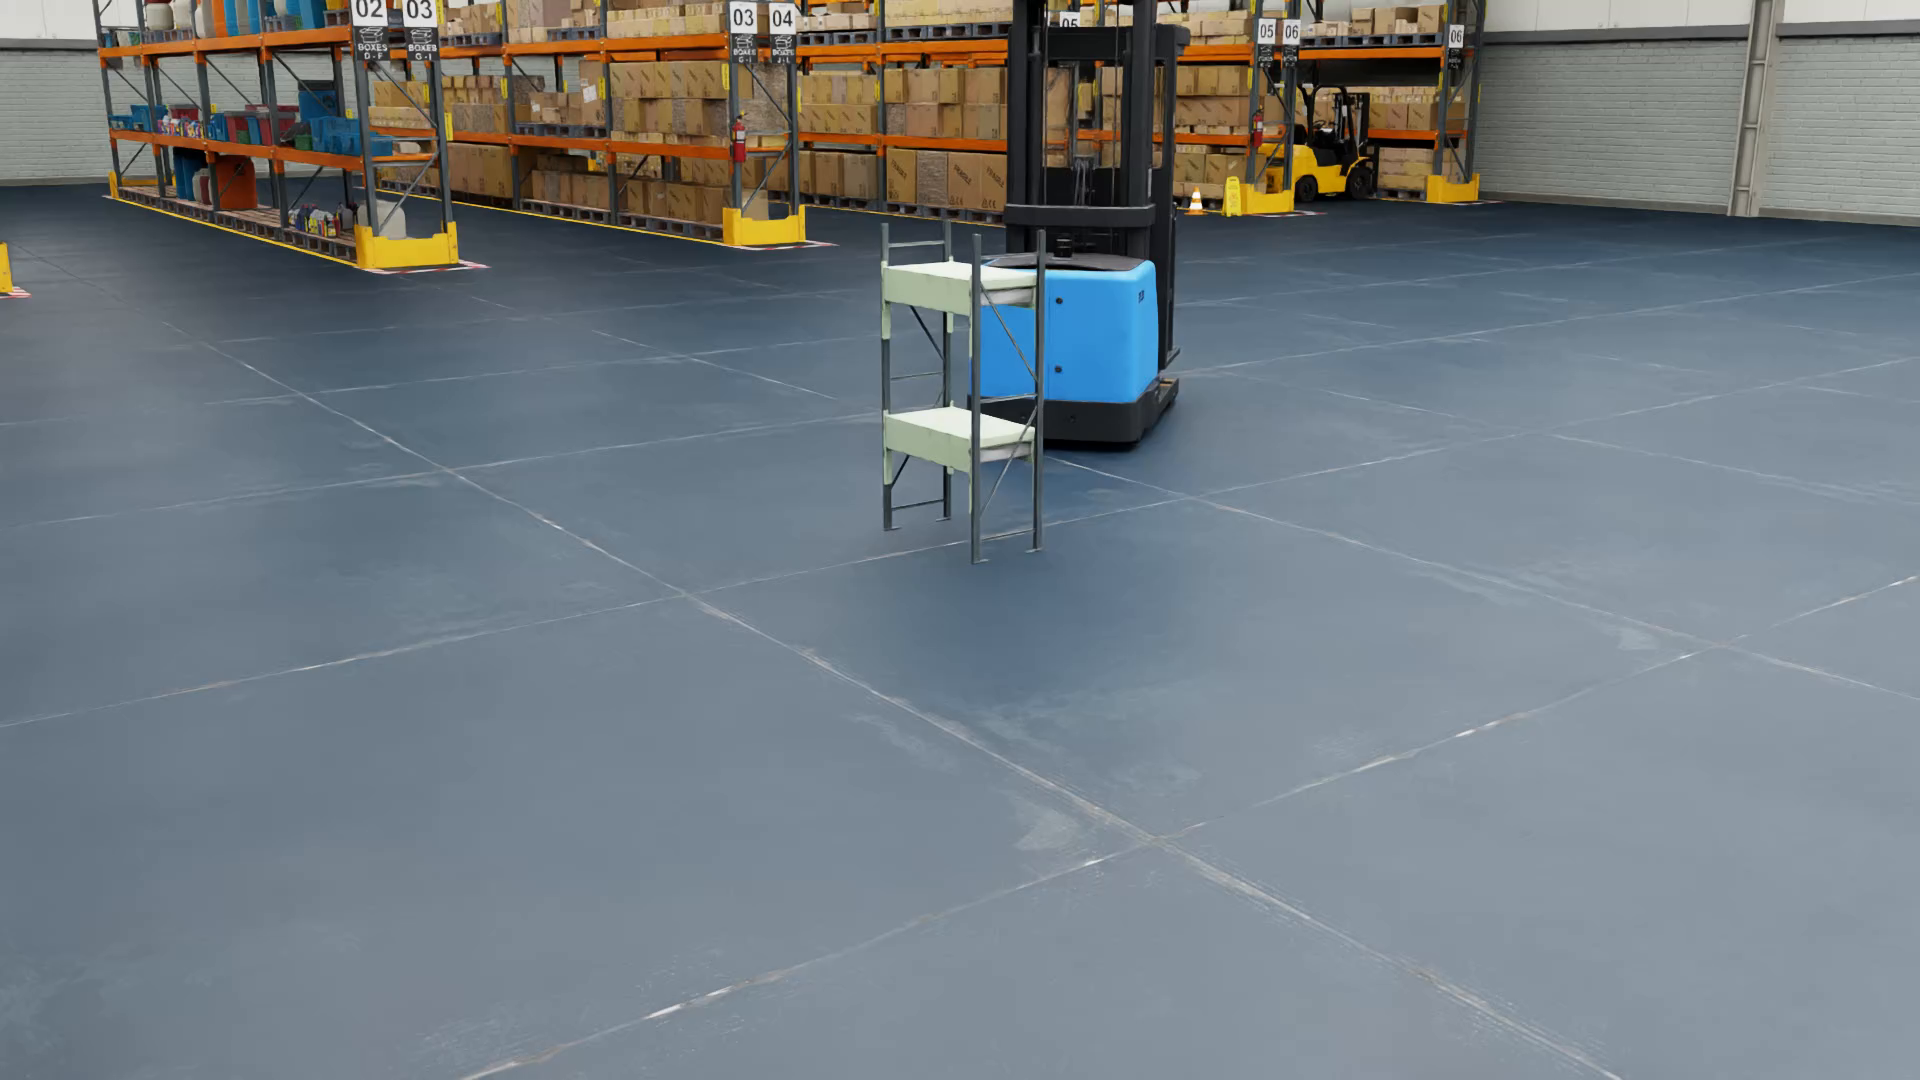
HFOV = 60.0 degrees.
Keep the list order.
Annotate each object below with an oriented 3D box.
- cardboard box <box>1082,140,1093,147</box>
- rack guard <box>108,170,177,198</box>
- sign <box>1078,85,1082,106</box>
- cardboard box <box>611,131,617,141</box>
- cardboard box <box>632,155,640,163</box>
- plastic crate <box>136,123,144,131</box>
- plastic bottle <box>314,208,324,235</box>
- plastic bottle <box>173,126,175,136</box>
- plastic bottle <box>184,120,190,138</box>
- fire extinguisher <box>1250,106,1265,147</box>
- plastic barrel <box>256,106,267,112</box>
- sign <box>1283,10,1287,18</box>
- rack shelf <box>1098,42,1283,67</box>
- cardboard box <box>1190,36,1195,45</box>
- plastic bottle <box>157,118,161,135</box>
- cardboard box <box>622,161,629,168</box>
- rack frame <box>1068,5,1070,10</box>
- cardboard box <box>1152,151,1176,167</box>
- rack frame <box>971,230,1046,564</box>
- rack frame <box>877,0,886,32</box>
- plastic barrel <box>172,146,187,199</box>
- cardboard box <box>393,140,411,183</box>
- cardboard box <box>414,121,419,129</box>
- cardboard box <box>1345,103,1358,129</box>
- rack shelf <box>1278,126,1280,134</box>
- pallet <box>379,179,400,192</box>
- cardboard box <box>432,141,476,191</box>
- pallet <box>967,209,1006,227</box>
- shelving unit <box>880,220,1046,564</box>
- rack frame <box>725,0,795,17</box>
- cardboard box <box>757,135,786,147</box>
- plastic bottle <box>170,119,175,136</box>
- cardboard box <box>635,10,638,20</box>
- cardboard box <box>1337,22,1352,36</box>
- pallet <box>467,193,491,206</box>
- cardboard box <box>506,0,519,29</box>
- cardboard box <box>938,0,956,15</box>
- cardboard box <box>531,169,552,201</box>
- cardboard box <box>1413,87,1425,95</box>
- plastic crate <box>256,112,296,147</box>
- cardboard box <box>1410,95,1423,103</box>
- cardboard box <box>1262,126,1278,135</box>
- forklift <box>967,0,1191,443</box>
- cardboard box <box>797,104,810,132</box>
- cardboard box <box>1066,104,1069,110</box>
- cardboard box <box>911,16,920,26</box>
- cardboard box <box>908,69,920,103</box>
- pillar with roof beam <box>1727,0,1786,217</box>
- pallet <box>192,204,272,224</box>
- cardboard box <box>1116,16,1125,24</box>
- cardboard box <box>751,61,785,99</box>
[{"bbox_3d":[3.103,-9.384,39.390,0.380,0.149,0.250,-10,18,-33],"label":"cardboard box"},{"bbox_3d":[-16.123,-7.034,32.830,1.175,0.500,0.348,-11,19,-35],"label":"rack guard"},{"bbox_3d":[1.840,-6.878,25.734,0.100,0.325,0.005,-11,19,-35],"label":"sign"},{"bbox_3d":[-5.153,-6.230,25.630,0.380,0.149,0.250,-11,19,-35],"label":"cardboard box"},{"bbox_3d":[-6.914,-8.317,36.259,0.380,0.149,0.250,-12,19,-36],"label":"cardboard box"},{"bbox_3d":[-14.622,-7.476,30.117,0.437,0.125,0.590,-11,19,-35],"label":"plastic crate"},{"bbox_3d":[-8.433,-4.201,21.929,0.144,0.351,0.185,-10,18,-32],"label":"plastic bottle"},{"bbox_3d":[-13.192,-6.902,27.989,0.097,0.201,0.097,0,15,0],"label":"plastic bottle"},{"bbox_3d":[-12.649,-6.737,27.228,0.061,0.283,0.133,-11,19,-35],"label":"plastic bottle"},{"bbox_3d":[5.027,-6.994,28.094,0.296,0.674,0.183,-11,19,-35],"label":"fire extinguisher"},{"bbox_3d":[-10.617,-6.396,25.551,0.421,0.512,0.421,0,15,0],"label":"plastic barrel"},{"bbox_3d":[6.560,-10.514,33.552,0.100,0.325,0.005,-11,19,-35],"label":"sign"},{"bbox_3d":[4.156,-8.654,29.694,1.077,0.370,4.000,-11,19,-35],"label":"rack shelf"},{"bbox_3d":[4.166,-8.764,29.207,0.380,0.149,0.250,-11,19,-36],"label":"cardboard box"},{"bbox_3d":[-13.876,-7.182,28.856,0.061,0.283,0.133,-11,19,-35],"label":"plastic bottle"},{"bbox_3d":[-7.293,-8.354,36.958,0.380,0.149,0.250,-12,19,-37],"label":"cardboard box"},{"bbox_3d":[2.289,-13.355,39.823,1.000,3.000,0.127,-11,19,-35],"label":"rack frame"},{"bbox_3d":[3.736,-6.828,30.334,0.500,0.500,0.500,-10,18,-32],"label":"cardboard box"},{"bbox_3d":[0.219,-0.644,7.587,0.400,1.500,0.023,-11,19,-35],"label":"rack frame"},{"bbox_3d":[-0.964,-10.085,27.878,1.000,3.000,0.127,-11,19,-35],"label":"rack frame"},{"bbox_3d":[-13.440,-6.454,29.156,0.600,0.901,0.708,-11,19,-35],"label":"plastic barrel"},{"bbox_3d":[-11.116,-7.865,34.359,0.875,0.875,0.875,-11,19,-35],"label":"cardboard box"},{"bbox_3d":[-10.486,-8.154,32.663,0.380,0.149,0.250,-11,19,-35],"label":"cardboard box"},{"bbox_3d":[7.939,-8.338,32.670,0.500,0.500,0.500,-11,19,-34],"label":"cardboard box"},{"bbox_3d":[5.817,-8.833,36.029,1.077,0.370,4.000,-11,19,-35],"label":"rack shelf"},{"bbox_3d":[-11.558,-7.502,35.086,1.003,0.211,1.213,-11,19,-35],"label":"pallet"},{"bbox_3d":[-9.347,-7.196,31.914,1.225,0.875,0.875,-11,19,-34],"label":"cardboard box"},{"bbox_3d":[0.854,-5.151,26.496,1.003,0.211,1.213,-11,19,-35],"label":"pallet"},{"bbox_3d":[0.004,-0.722,7.873,0.431,1.500,0.755,-11,19,-35],"label":"shelving unit"},{"bbox_3d":[-2.684,-8.483,22.023,1.000,3.000,0.127,-11,19,-35],"label":"rack frame"},{"bbox_3d":[-2.659,-5.566,23.206,0.380,0.149,0.250,-11,19,-35],"label":"cardboard box"},{"bbox_3d":[-13.238,-6.967,28.085,0.152,0.276,0.135,-11,19,-35],"label":"plastic bottle"},{"bbox_3d":[-4.561,-7.739,24.518,0.380,0.149,0.250,-10,18,-33],"label":"cardboard box"},{"bbox_3d":[7.620,-10.021,32.596,0.396,0.266,0.258,-11,19,-36],"label":"cardboard box"},{"bbox_3d":[-8.504,-6.393,31.033,1.003,0.211,1.213,-11,19,-35],"label":"pallet"},{"bbox_3d":[-7.320,-8.893,28.069,0.500,0.500,0.500,-11,19,-34],"label":"cardboard box"},{"bbox_3d":[-0.010,-8.489,26.465,0.500,0.250,0.500,-11,19,-34],"label":"cardboard box"},{"bbox_3d":[-6.978,-6.164,28.817,0.700,0.500,0.500,-12,19,-37],"label":"cardboard box"},{"bbox_3d":[8.794,-8.495,31.449,0.380,0.149,0.250,-11,19,-34],"label":"cardboard box"},{"bbox_3d":[-9.575,-5.761,23.322,0.402,0.464,0.583,-11,19,-35],"label":"plastic crate"},{"bbox_3d":[8.740,-8.340,31.448,0.380,0.149,0.250,-11,18,-34],"label":"cardboard box"},{"bbox_3d":[5.300,-7.111,28.850,0.380,0.149,0.250,-11,19,-34],"label":"cardboard box"},{"bbox_3d":[0.904,-2.342,11.080,1.130,2.935,3.031,4,16,14],"label":"forklift"},{"bbox_3d":[-2.673,-7.740,30.485,0.500,0.500,0.500,-11,19,-35],"label":"cardboard box"},{"bbox_3d":[2.230,-8.544,32.064,0.500,0.500,0.500,-11,19,-34],"label":"cardboard box"},{"bbox_3d":[-0.579,-8.475,27.169,0.380,0.149,0.250,-11,19,-35],"label":"cardboard box"},{"bbox_3d":[-0.358,-7.601,27.837,0.875,0.550,0.550,-11,19,-35],"label":"cardboard box"},{"bbox_3d":[9.710,-9.131,24.393,9.100,9.000,0.400,-11,19,-35],"label":"pillar with roof beam"},{"bbox_3d":[-11.891,-5.346,27.207,1.003,0.211,1.213,-11,19,-35],"label":"pallet"},{"bbox_3d":[3.078,-9.523,30.470,0.380,0.149,0.250,-10,18,-33],"label":"cardboard box"},{"bbox_3d":[-2.787,-6.423,23.214,0.500,0.500,0.500,-11,19,-35],"label":"cardboard box"}]
